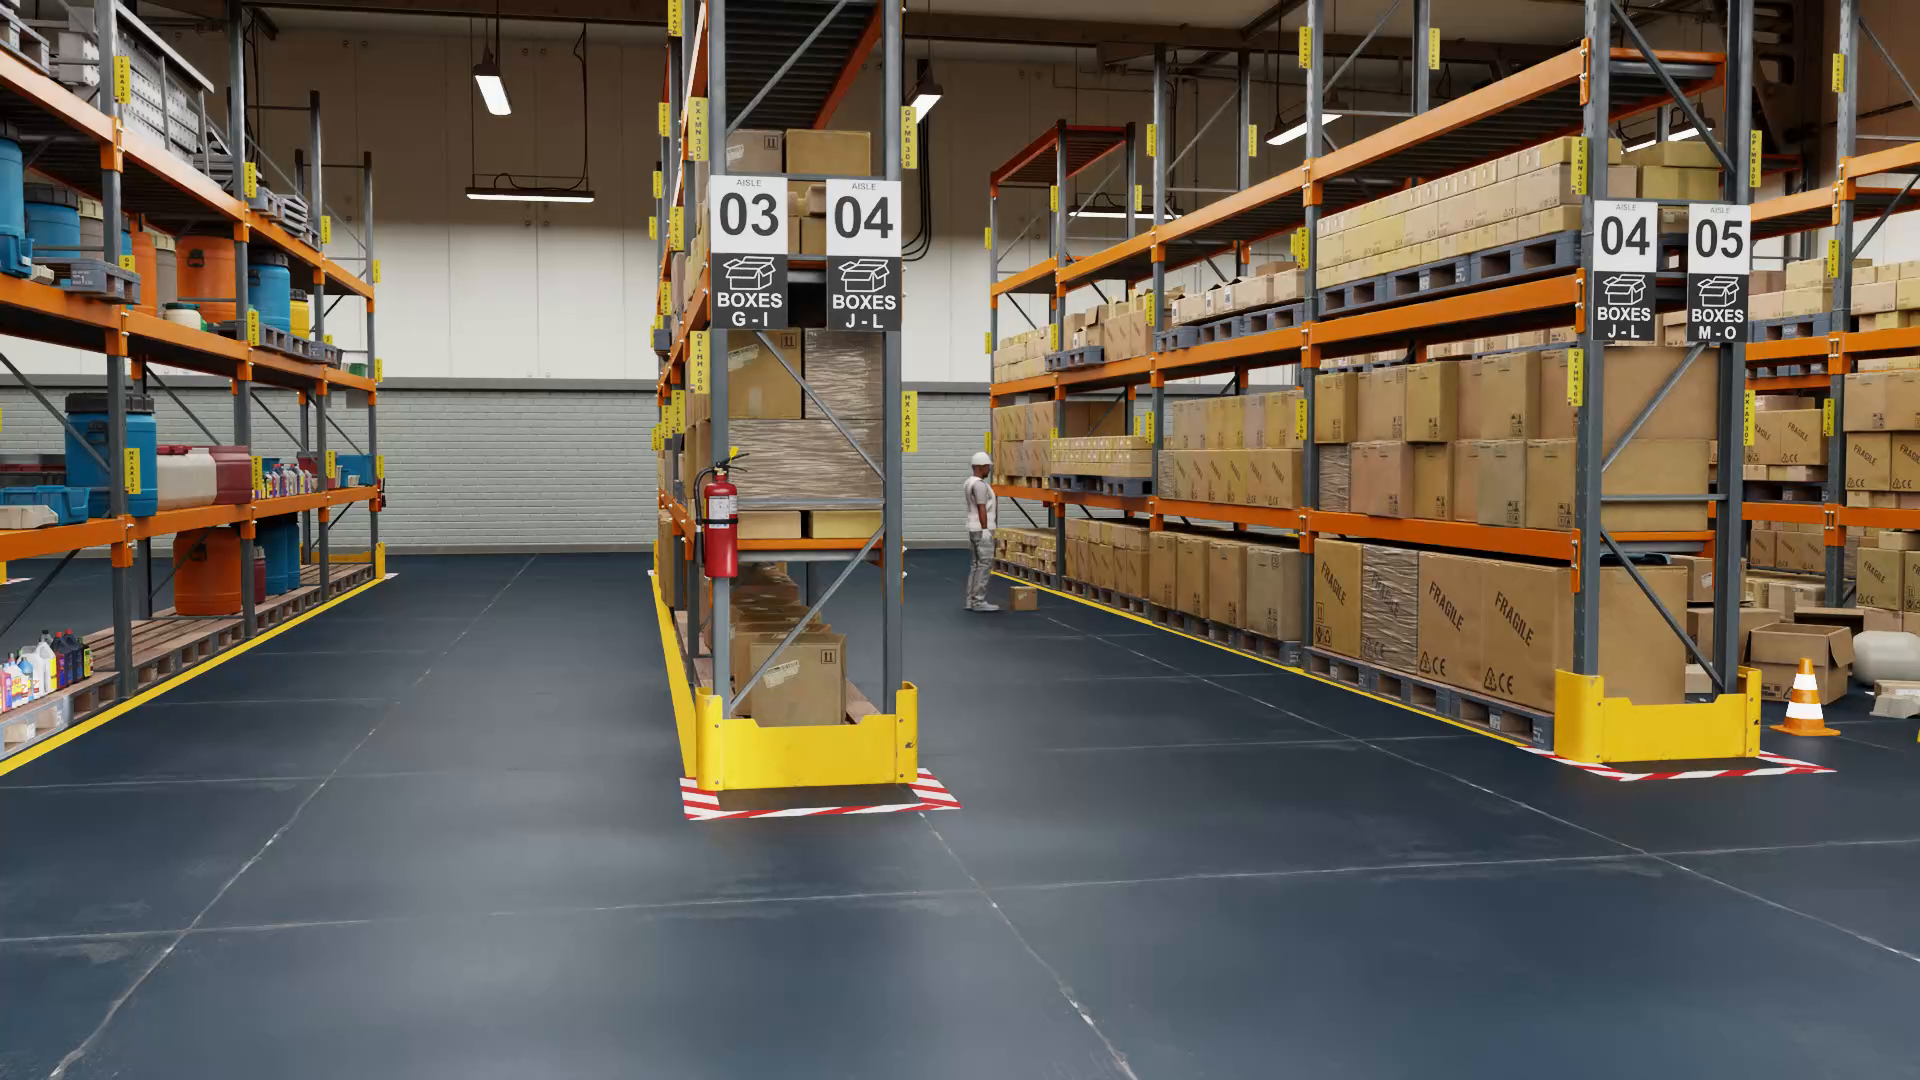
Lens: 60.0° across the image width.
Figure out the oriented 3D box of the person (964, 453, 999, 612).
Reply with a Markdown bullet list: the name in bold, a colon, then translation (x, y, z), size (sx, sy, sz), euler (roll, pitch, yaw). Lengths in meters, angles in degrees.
- **person**: translation (0.237, -0.092, 18.724), size (0.361, 1.781, 0.547), euler (-1, 3, -10)
